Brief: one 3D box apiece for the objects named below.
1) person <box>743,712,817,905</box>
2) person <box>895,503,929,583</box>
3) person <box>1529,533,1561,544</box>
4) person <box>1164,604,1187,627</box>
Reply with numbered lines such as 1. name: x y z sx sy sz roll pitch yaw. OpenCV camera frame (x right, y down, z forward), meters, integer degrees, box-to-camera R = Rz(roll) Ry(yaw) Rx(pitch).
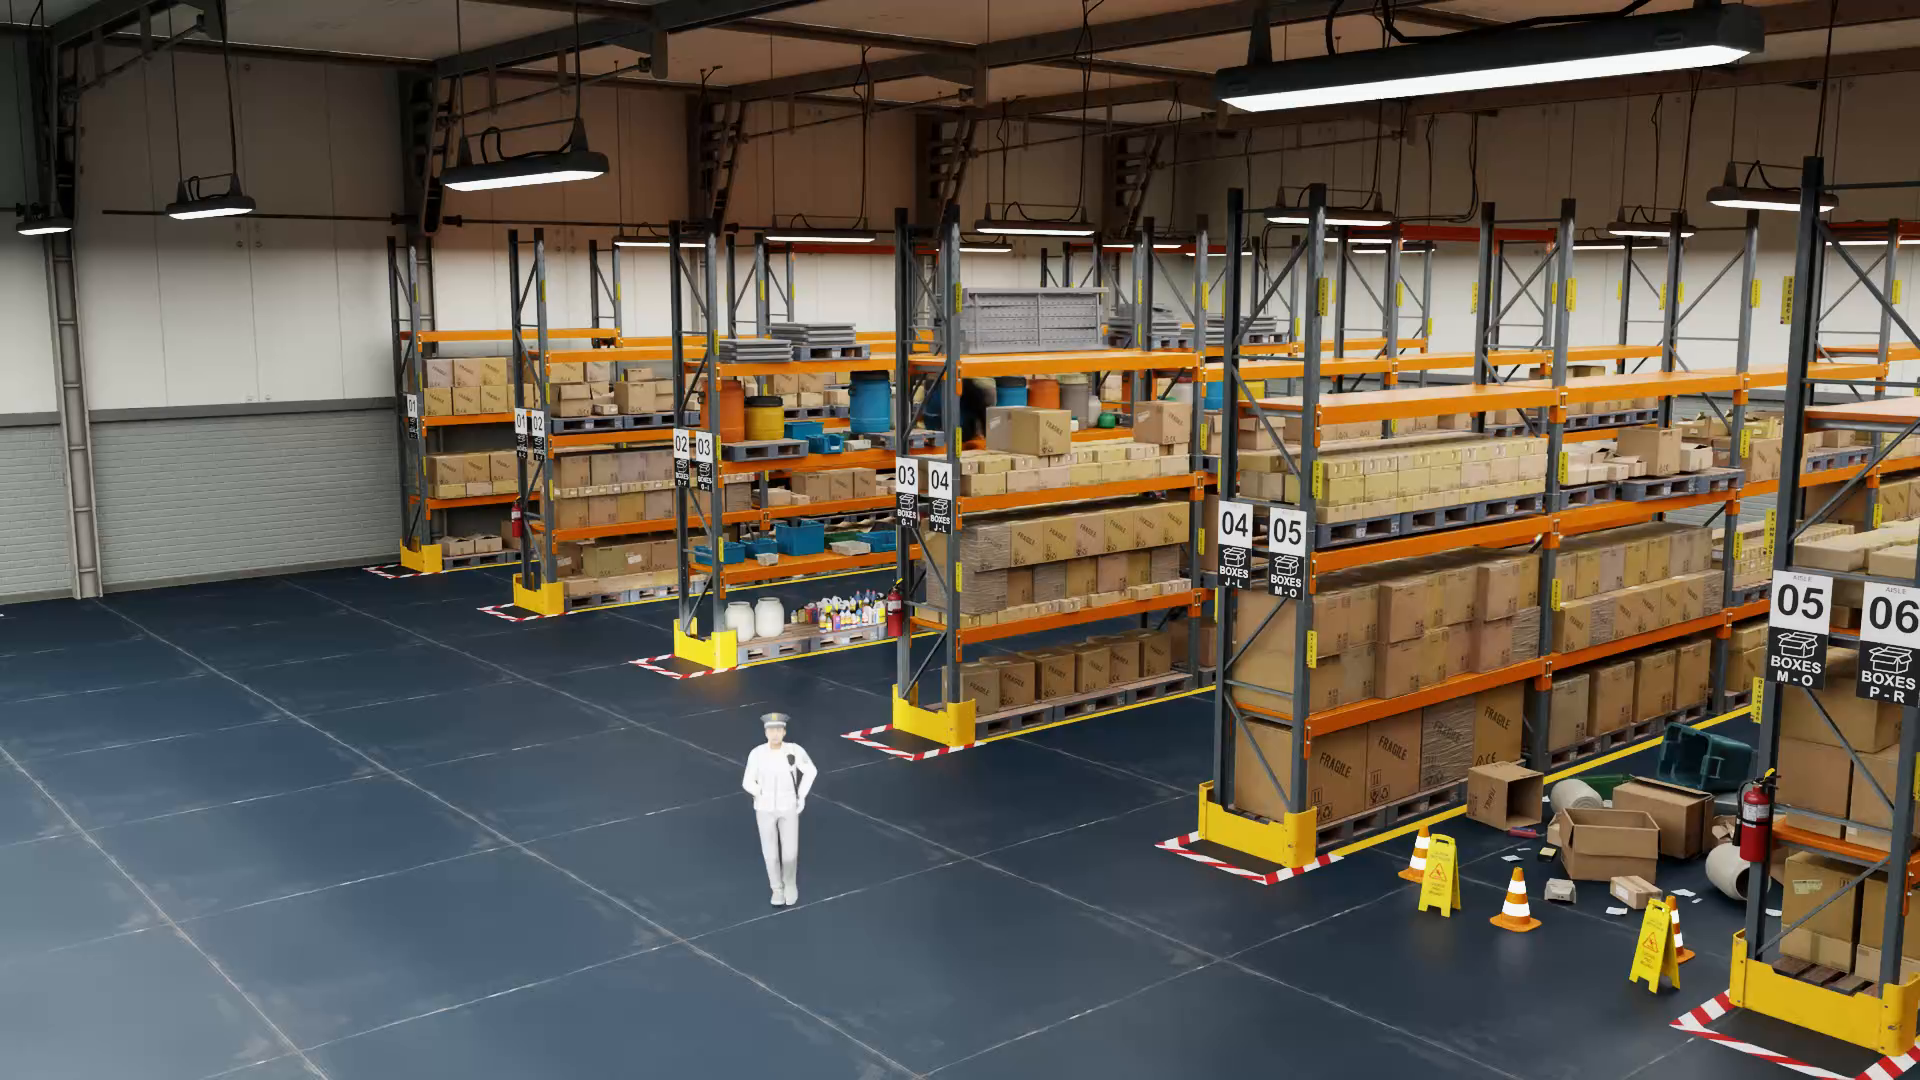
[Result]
1. person: -1.495 2.244 13.724 0.598 1.666 0.577 0 9 -2
2. person: -0.784 -0.142 27.249 0.846 1.719 0.602 -8 12 -41
3. person: 8.592 0.541 24.404 0.961 1.744 0.712 -8 12 -43
4. person: 3.115 0.325 24.241 0.713 1.824 0.639 -8 12 -42
